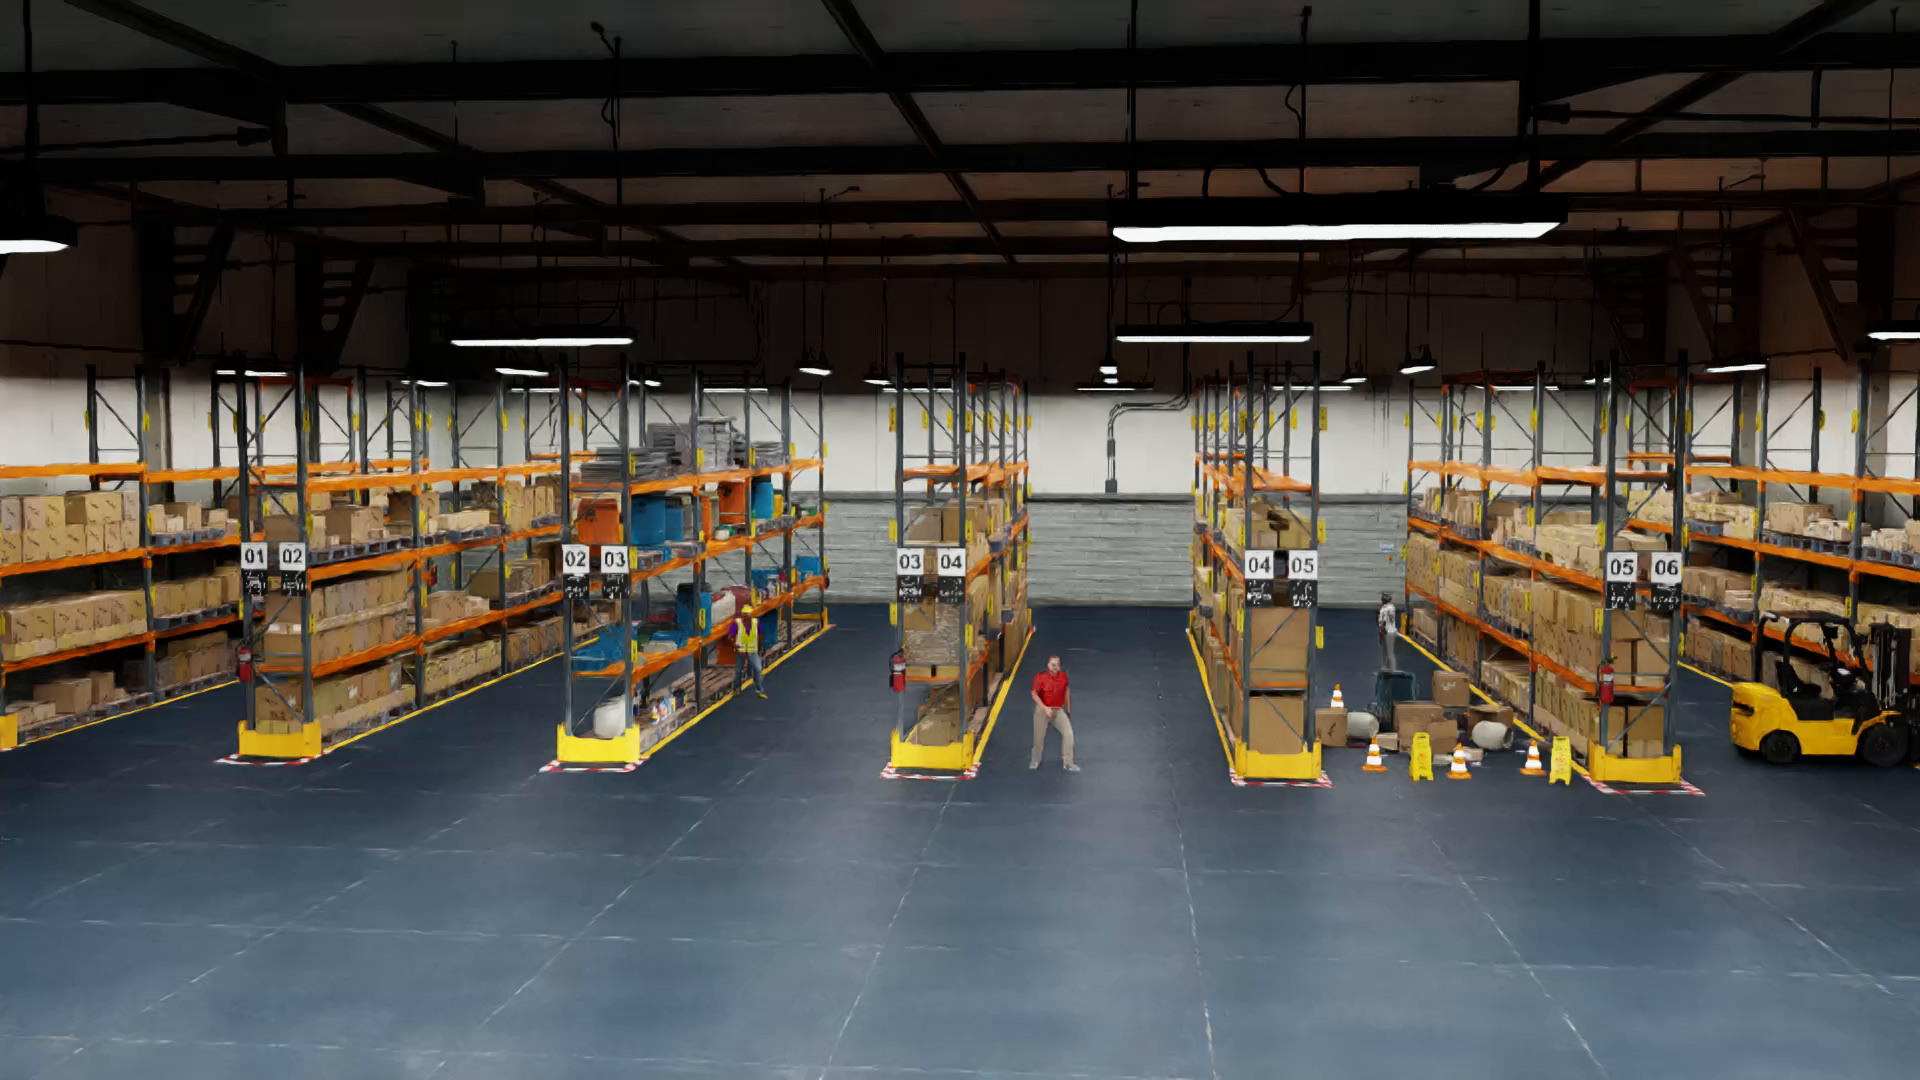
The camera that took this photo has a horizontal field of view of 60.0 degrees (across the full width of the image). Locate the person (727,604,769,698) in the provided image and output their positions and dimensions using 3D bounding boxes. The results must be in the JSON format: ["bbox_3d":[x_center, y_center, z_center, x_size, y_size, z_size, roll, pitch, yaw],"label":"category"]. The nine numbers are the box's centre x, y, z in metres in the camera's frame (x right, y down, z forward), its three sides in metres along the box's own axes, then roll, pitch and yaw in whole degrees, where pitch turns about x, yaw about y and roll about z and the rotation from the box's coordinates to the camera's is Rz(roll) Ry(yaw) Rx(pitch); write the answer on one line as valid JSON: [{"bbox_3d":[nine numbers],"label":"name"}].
[{"bbox_3d":[-3.867,2.002,30.157,0.712,1.696,0.831,-1,4,-13],"label":"person"}]

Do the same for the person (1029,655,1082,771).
[{"bbox_3d":[1.317,2.468,23.866,0.679,1.674,0.768,-1,4,-16],"label":"person"}]

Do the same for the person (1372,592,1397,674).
[{"bbox_3d":[8.335,1.845,32.547,0.562,1.663,0.587,2,5,30],"label":"person"}]
